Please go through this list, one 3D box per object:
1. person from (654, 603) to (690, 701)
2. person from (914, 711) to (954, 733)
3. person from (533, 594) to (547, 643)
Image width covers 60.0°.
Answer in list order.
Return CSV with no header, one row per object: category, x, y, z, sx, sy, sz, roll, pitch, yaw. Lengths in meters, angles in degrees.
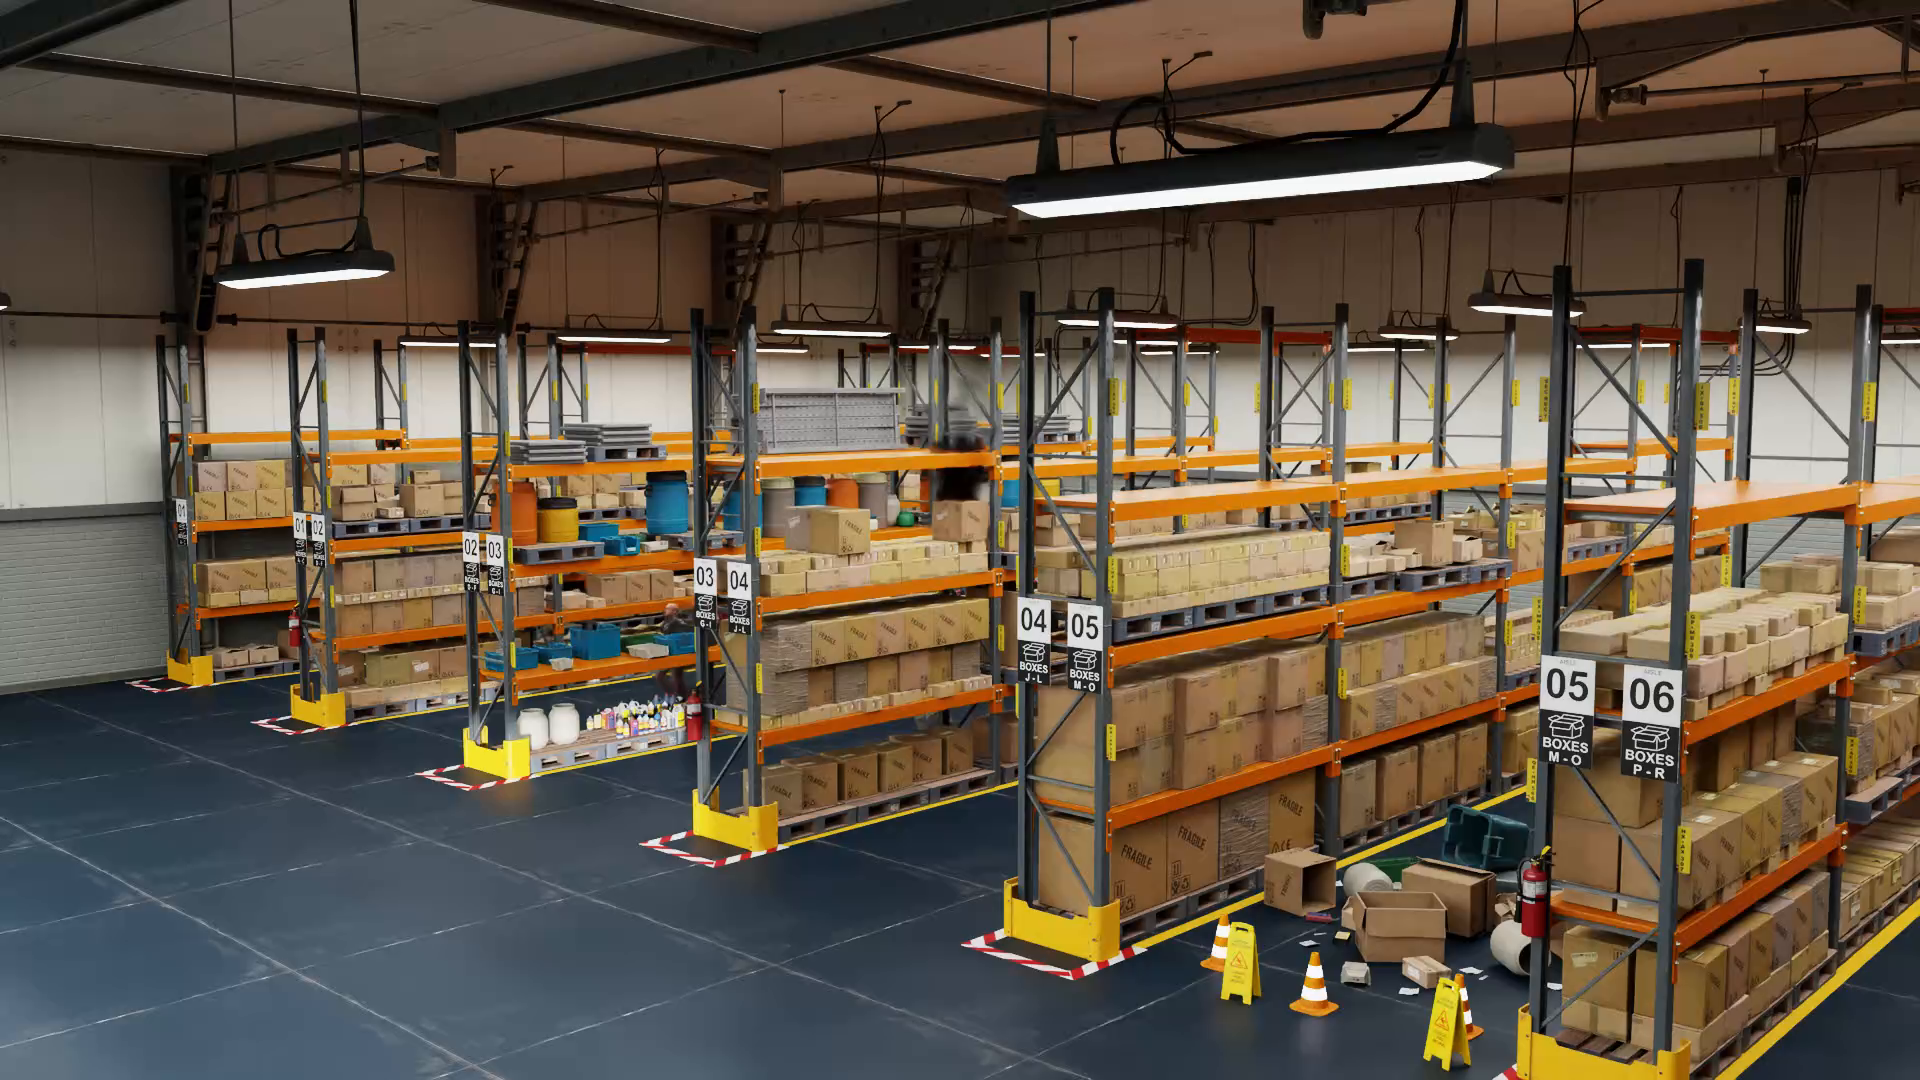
person,-4.555,1.845,26.297,0.661,1.708,0.677,5,7,41
person,-0.407,2.094,23.360,0.690,1.761,0.733,5,7,44
person,-7.612,1.509,29.988,0.620,1.680,0.769,4,7,36
